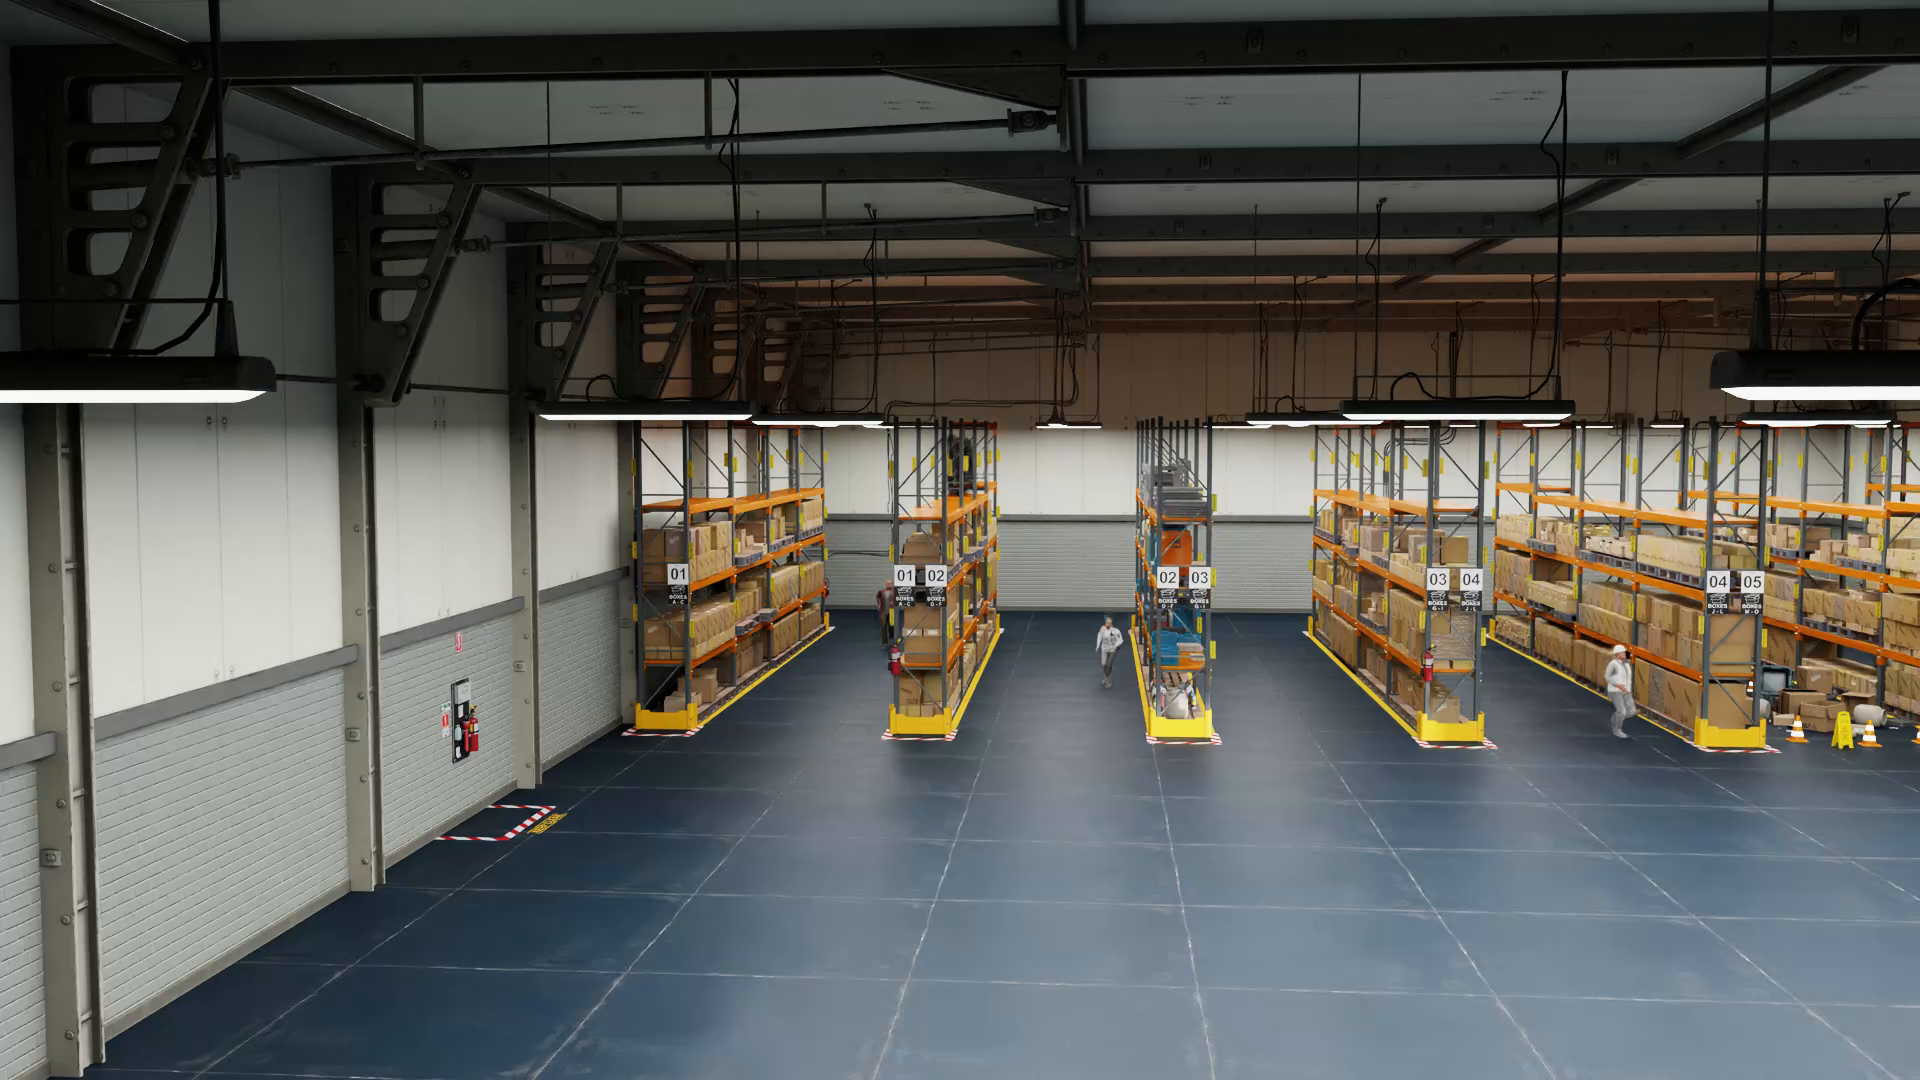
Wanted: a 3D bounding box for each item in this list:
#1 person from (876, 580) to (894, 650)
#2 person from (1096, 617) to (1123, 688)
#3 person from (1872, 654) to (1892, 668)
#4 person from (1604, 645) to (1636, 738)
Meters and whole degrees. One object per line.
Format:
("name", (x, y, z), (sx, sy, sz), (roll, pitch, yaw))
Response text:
("person", (-1.896, 1.952, 43.949), (0.704, 1.802, 1.047), (0, 4, 5))
("person", (3.386, 2.499, 37.414), (0.619, 1.624, 0.806), (1, 4, 15))
("person", (21.110, 2.409, 38.013), (0.587, 1.675, 0.837), (0, 4, 2))
("person", (12.355, 2.829, 31.160), (0.677, 1.740, 0.577), (-2, 4, -28))
